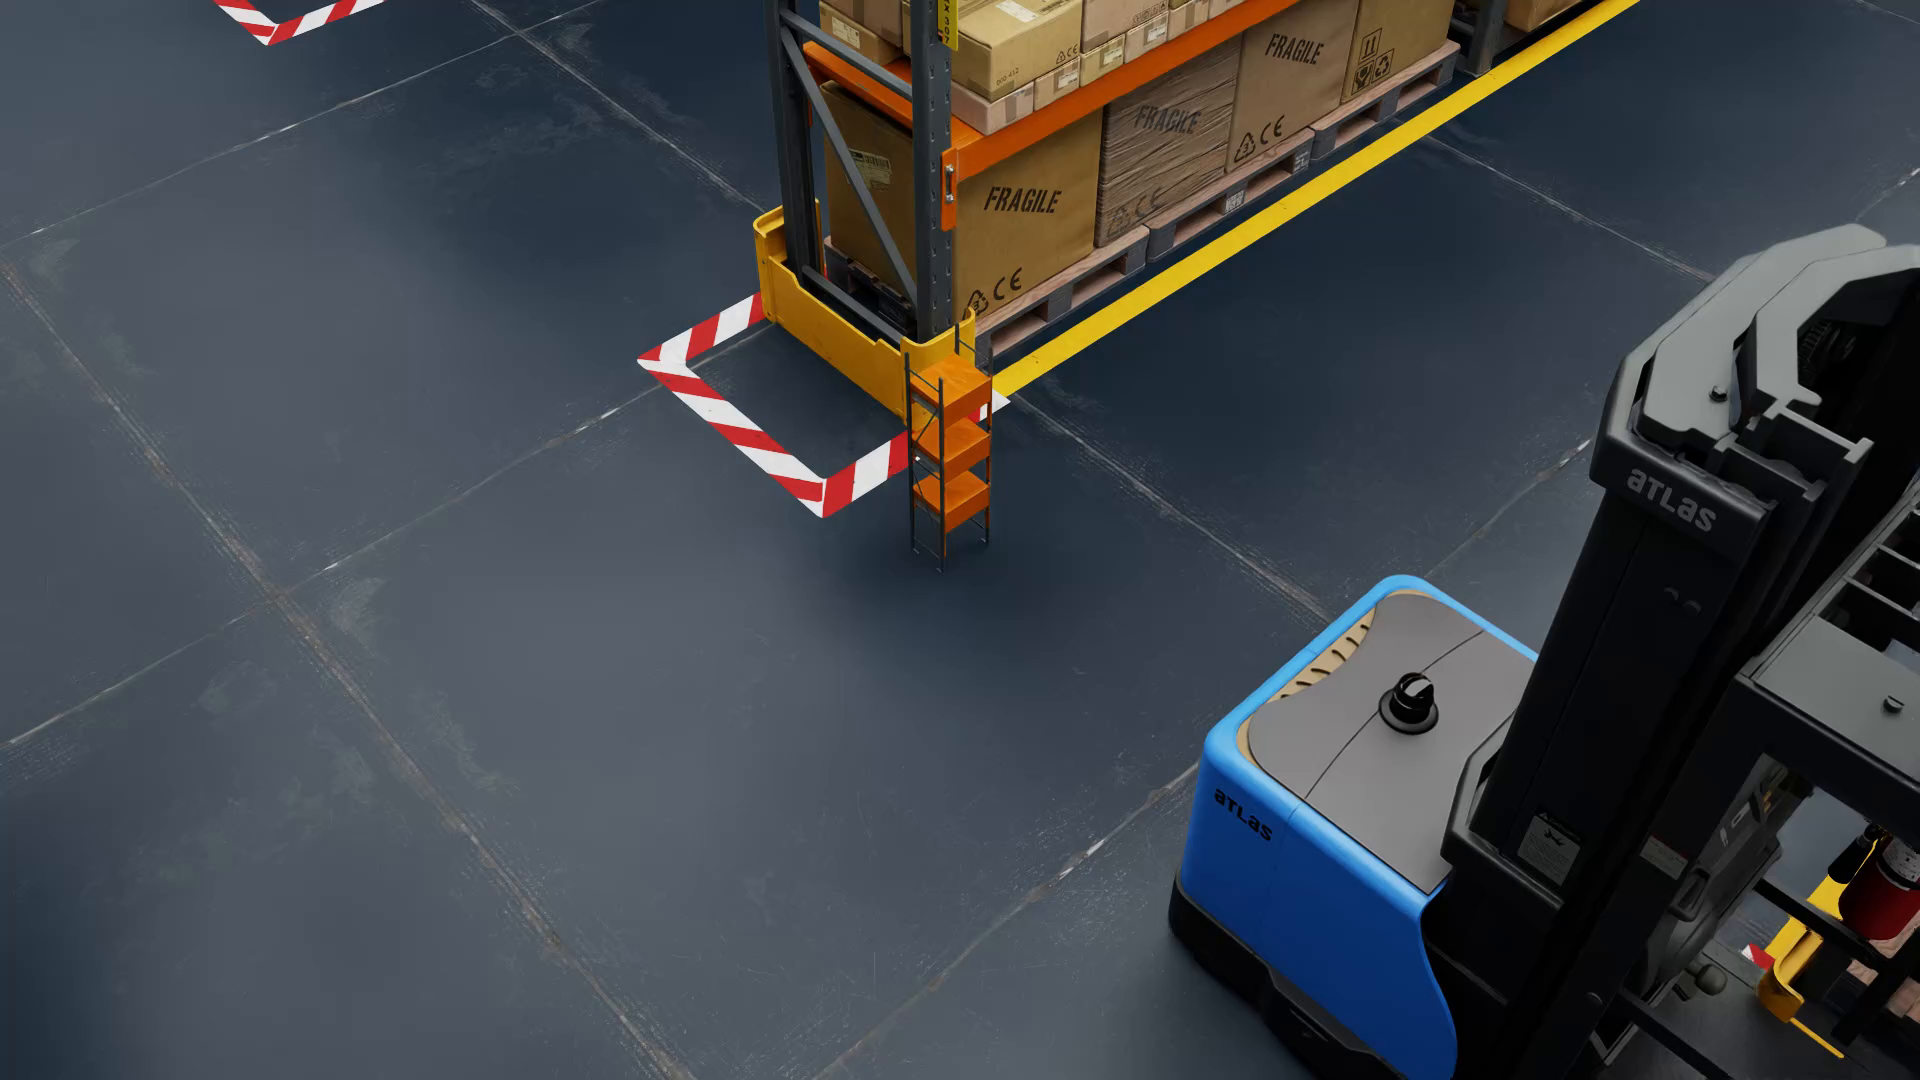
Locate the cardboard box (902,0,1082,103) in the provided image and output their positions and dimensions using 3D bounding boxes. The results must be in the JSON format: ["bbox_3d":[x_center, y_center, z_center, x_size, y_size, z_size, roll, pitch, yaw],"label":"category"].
[{"bbox_3d":[0.125,-2.012,6.519,0.500,0.250,0.500,-35,56,-28],"label":"cardboard box"}]

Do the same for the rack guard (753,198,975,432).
[{"bbox_3d":[-0.430,-1.012,7.397,0.348,0.500,1.175,-34,56,-27],"label":"rack guard"}]

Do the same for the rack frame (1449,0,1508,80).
[{"bbox_3d":[2.547,-3.850,8.314,0.127,3.000,1.000,-34,56,-27],"label":"rack frame"}]

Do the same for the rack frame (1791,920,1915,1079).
[{"bbox_3d":[2.920,0.821,4.004,0.127,3.000,1.000,-34,56,-27],"label":"rack frame"}]

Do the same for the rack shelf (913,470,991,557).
[{"bbox_3d":[-0.040,-0.134,6.605,0.240,0.259,0.215,-34,56,-27],"label":"rack shelf"}]

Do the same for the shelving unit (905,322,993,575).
[{"bbox_3d":[-0.040,-0.330,6.393,0.252,1.050,0.215,-34,56,-27],"label":"shelving unit"}]

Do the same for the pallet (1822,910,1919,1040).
[{"bbox_3d":[3.556,1.380,5.386,1.213,0.211,1.003,-34,56,-27],"label":"pallet"}]

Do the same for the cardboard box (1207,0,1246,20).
[{"bbox_3d":[1.022,-2.420,7.166,0.250,0.149,0.380,-34,56,-27],"label":"cardboard box"}]

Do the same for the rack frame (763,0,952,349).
[{"bbox_3d":[-0.412,-1.872,6.489,0.127,3.000,1.000,-34,56,-27],"label":"rack frame"}]

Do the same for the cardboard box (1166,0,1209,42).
[{"bbox_3d":[0.832,-2.292,7.048,0.250,0.149,0.380,-35,56,-28],"label":"cardboard box"}]

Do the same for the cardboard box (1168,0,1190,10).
[{"bbox_3d":[0.879,-2.519,6.987,0.500,0.250,0.500,-36,57,-28],"label":"cardboard box"}]

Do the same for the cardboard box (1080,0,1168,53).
[{"bbox_3d":[0.505,-2.273,6.759,0.500,0.250,0.500,-34,56,-28],"label":"cardboard box"}]

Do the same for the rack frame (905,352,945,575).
[{"bbox_3d":[-0.130,-0.269,6.337,0.008,1.050,0.200,-34,56,-27],"label":"rack frame"}]

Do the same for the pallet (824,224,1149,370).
[{"bbox_3d":[0.127,-1.364,7.918,1.213,0.211,1.003,-34,56,-27],"label":"pallet"}]

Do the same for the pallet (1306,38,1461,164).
[{"bbox_3d":[1.932,-2.570,9.031,1.213,0.211,1.003,-34,56,-27],"label":"pallet"}]

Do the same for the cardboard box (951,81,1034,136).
[{"bbox_3d":[0.073,-1.783,6.578,0.250,0.149,0.380,-33,55,-27],"label":"cardboard box"}]

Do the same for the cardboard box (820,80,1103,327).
[{"bbox_3d":[0.008,-1.654,7.448,0.875,0.875,0.875,-34,56,-27],"label":"cardboard box"}]

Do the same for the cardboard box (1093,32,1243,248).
[{"bbox_3d":[0.681,-2.104,7.863,0.875,0.875,0.875,-34,56,-27],"label":"cardboard box"}]

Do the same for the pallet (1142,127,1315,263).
[{"bbox_3d":[1.029,-1.964,8.472,1.213,0.211,1.003,-34,56,-27],"label":"pallet"}]

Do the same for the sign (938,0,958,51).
[{"bbox_3d":[-0.043,-1.887,5.861,0.005,0.325,0.100,-34,56,-27],"label":"sign"}]

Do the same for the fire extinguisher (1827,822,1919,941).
[{"bbox_3d":[2.503,0.802,4.329,0.183,0.674,0.296,-34,56,-27],"label":"fire extinguisher"}]

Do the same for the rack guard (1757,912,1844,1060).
[{"bbox_3d":[2.911,1.688,4.906,0.348,0.500,1.175,-34,56,-27],"label":"rack guard"}]

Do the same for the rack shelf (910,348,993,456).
[{"bbox_3d":[-0.040,-0.515,6.192,0.240,0.259,0.215,-34,56,-27],"label":"rack shelf"}]

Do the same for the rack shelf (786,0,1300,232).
[{"bbox_3d":[1.068,-2.617,7.666,4.000,0.370,1.077,-34,56,-27],"label":"rack shelf"}]

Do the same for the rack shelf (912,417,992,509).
[{"bbox_3d":[-0.040,-0.322,6.401,0.240,0.259,0.215,-34,56,-27],"label":"rack shelf"}]

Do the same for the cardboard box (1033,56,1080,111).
[{"bbox_3d":[0.261,-1.910,6.696,0.250,0.149,0.380,-35,56,-28],"label":"cardboard box"}]

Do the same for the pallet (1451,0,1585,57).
[{"bbox_3d":[3.068,-3.326,9.729,1.213,0.211,1.003,-34,56,-27],"label":"pallet"}]

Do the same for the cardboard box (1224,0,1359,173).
[{"bbox_3d":[1.339,-2.544,8.269,0.875,0.875,0.875,-34,56,-27],"label":"cardboard box"}]

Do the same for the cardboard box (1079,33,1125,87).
[{"bbox_3d":[0.451,-2.037,6.813,0.250,0.149,0.380,-35,56,-28],"label":"cardboard box"}]

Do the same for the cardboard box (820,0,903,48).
[{"bbox_3d":[-0.232,-2.306,6.789,0.500,0.250,0.500,-35,56,-28],"label":"cardboard box"}]

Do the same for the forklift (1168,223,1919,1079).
[{"bbox_3d":[2.080,0.843,4.031,1.130,2.935,3.031,-35,56,-28],"label":"forklift"}]

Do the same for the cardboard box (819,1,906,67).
[{"bbox_3d":[-0.370,-2.142,6.909,0.250,0.149,0.380,-33,55,-27],"label":"cardboard box"}]

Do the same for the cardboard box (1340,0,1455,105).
[{"bbox_3d":[2.005,-2.989,8.680,0.875,0.875,0.875,-34,56,-27],"label":"cardboard box"}]

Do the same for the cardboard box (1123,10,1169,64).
[{"bbox_3d":[0.643,-2.167,6.932,0.250,0.149,0.380,-35,56,-28],"label":"cardboard box"}]

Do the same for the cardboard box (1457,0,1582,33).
[{"bbox_3d":[3.008,-3.599,9.243,0.875,0.875,1.225,-34,56,-27],"label":"cardboard box"}]

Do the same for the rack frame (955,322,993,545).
[{"bbox_3d":[0.051,-0.390,6.449,0.008,1.050,0.200,-34,56,-27],"label":"rack frame"}]
